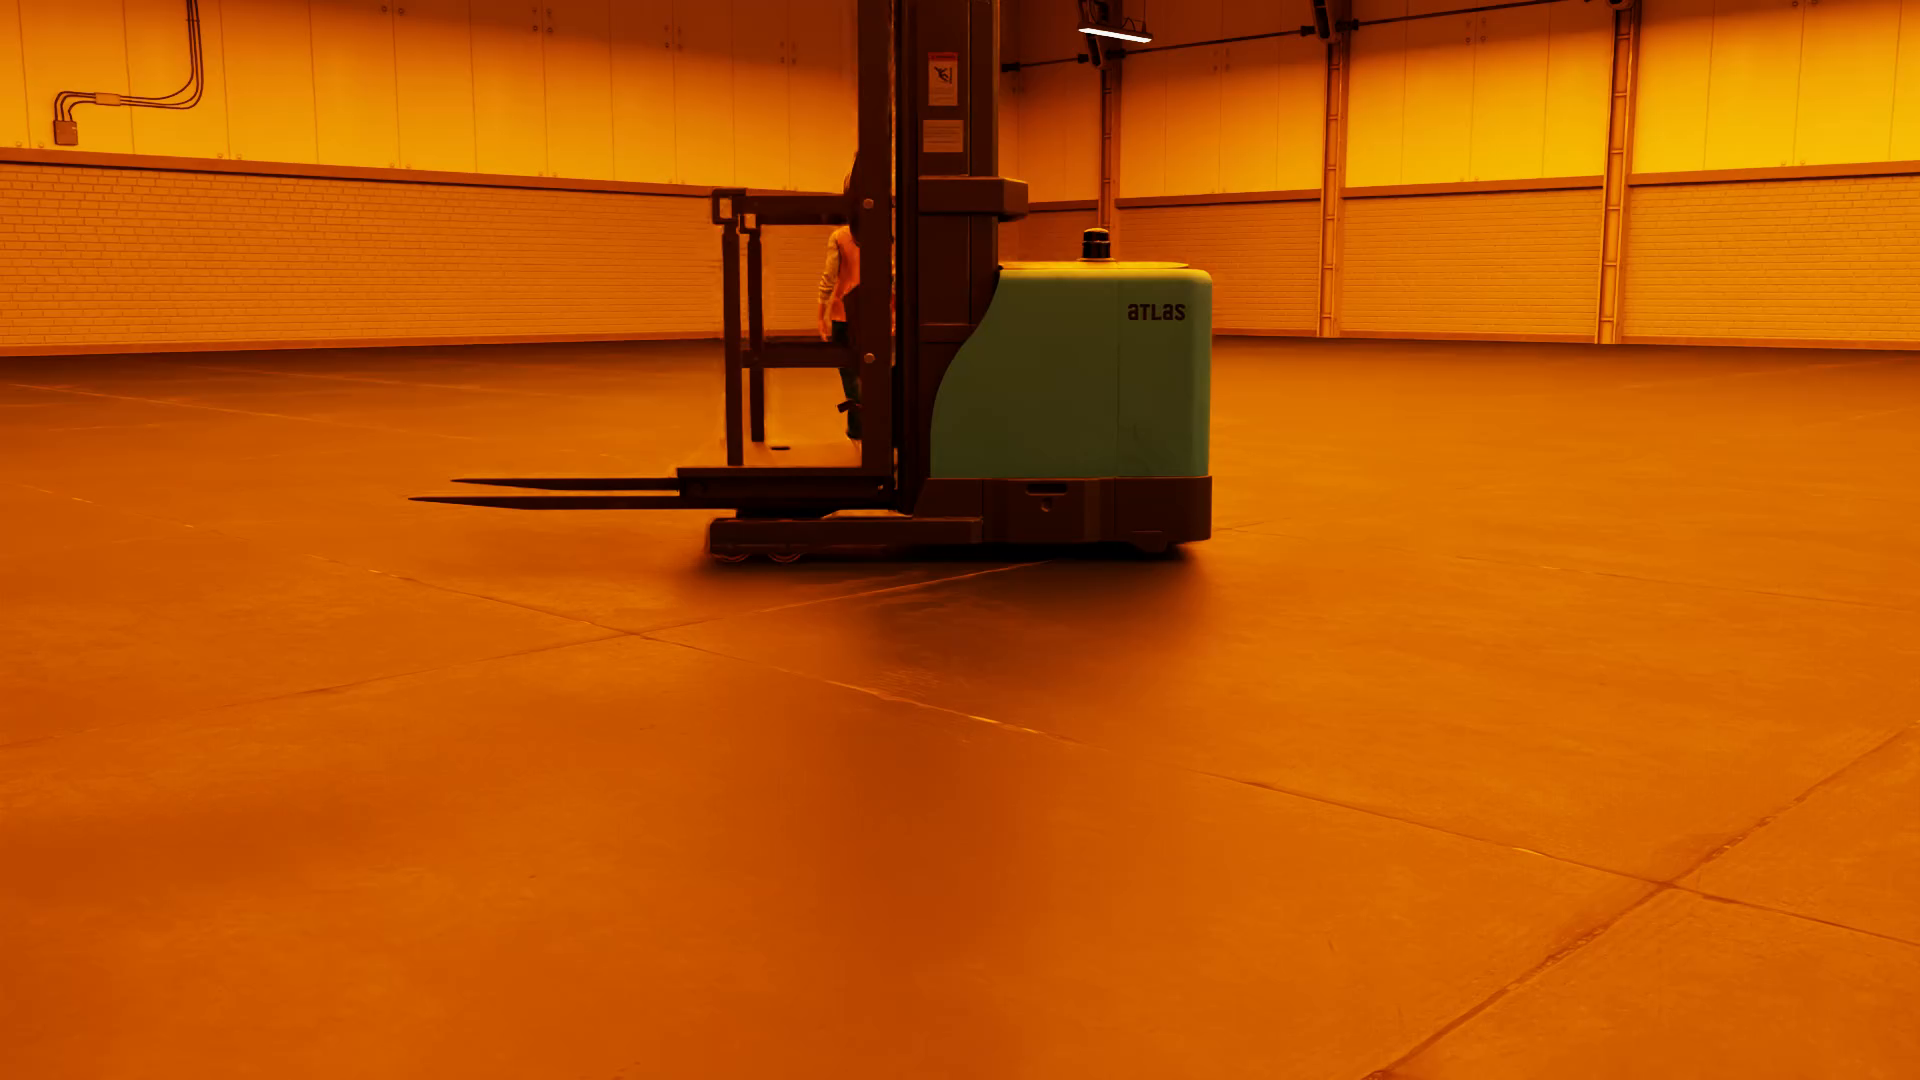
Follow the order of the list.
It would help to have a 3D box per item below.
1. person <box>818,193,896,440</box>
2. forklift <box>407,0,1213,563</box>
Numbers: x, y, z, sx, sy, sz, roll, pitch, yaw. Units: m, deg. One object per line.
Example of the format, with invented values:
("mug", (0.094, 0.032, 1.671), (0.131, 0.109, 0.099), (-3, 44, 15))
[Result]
("person", (-0.630, -1.324, 10.103), (0.519, 1.598, 0.474), (-3, 9, -20))
("forklift", (-0.581, -1.443, 6.458), (3.031, 2.935, 1.130), (0, 9, -2))
